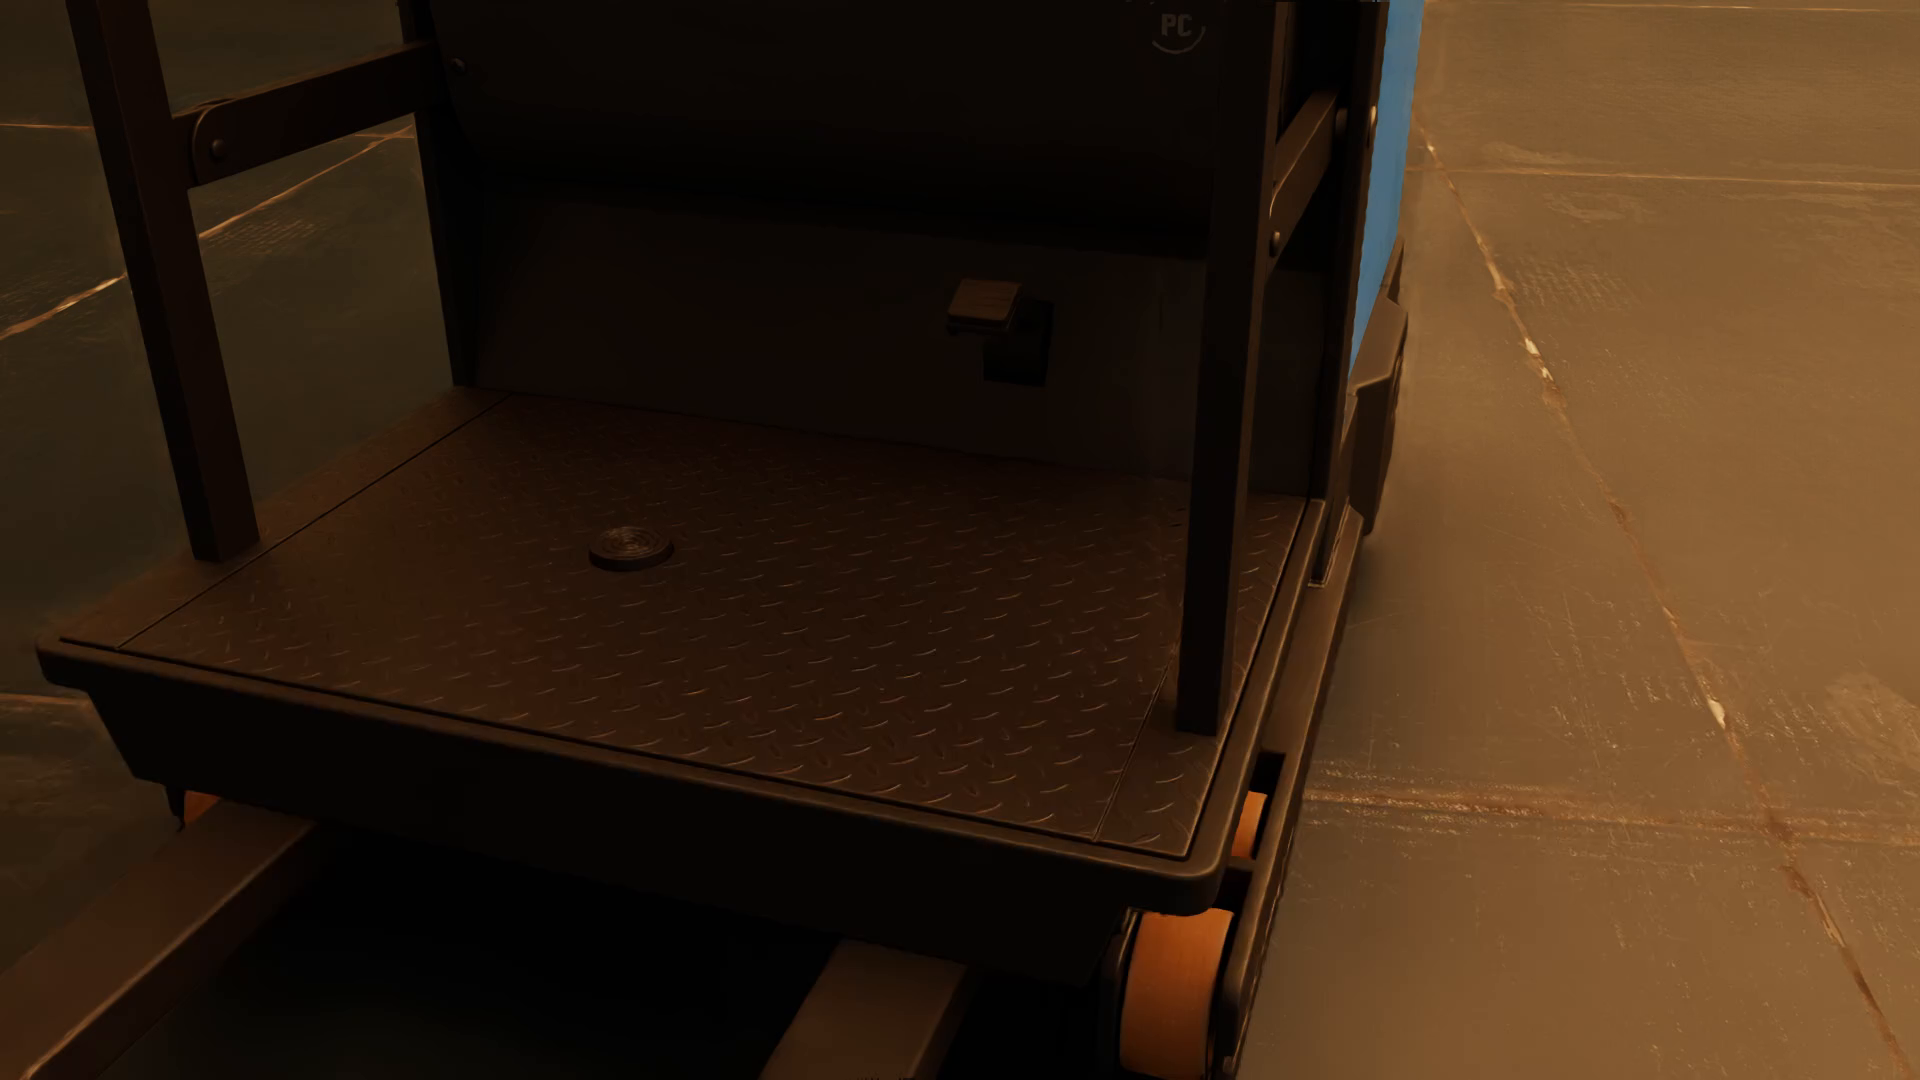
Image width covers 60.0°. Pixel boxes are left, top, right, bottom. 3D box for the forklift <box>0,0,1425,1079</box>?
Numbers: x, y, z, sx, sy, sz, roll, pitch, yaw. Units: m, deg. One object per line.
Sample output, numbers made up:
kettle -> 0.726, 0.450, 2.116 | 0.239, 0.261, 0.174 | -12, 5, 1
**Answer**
forklift -> -0.185, -1.021, 1.264 | 1.130, 2.935, 3.031 | 8, 28, 16
